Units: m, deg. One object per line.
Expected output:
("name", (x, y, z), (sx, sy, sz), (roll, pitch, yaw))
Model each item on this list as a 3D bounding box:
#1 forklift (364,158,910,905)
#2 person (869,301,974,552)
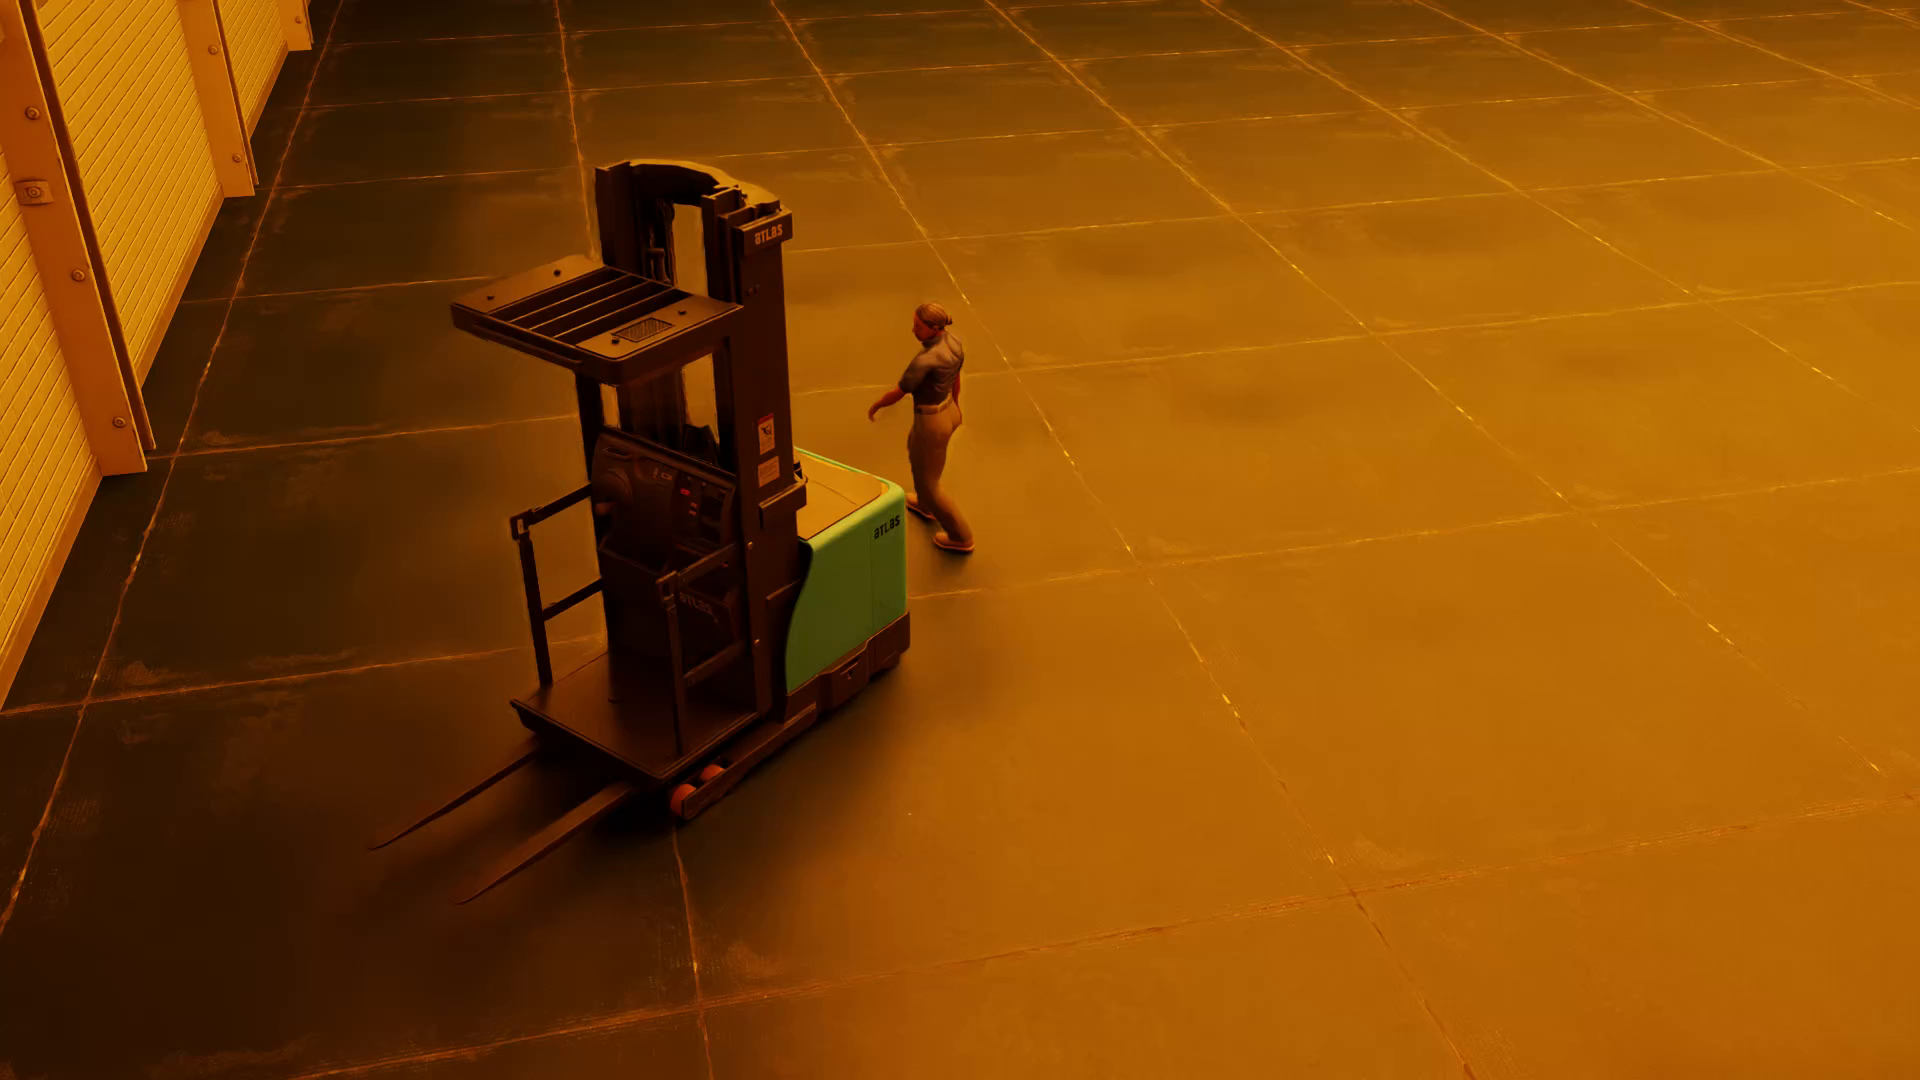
("forklift", (-1.565, -0.182, 7.889), (1.130, 2.935, 3.031), (21, 36, 31))
("person", (-0.181, -0.760, 10.229), (0.710, 1.593, 0.586), (10, 32, 17))
